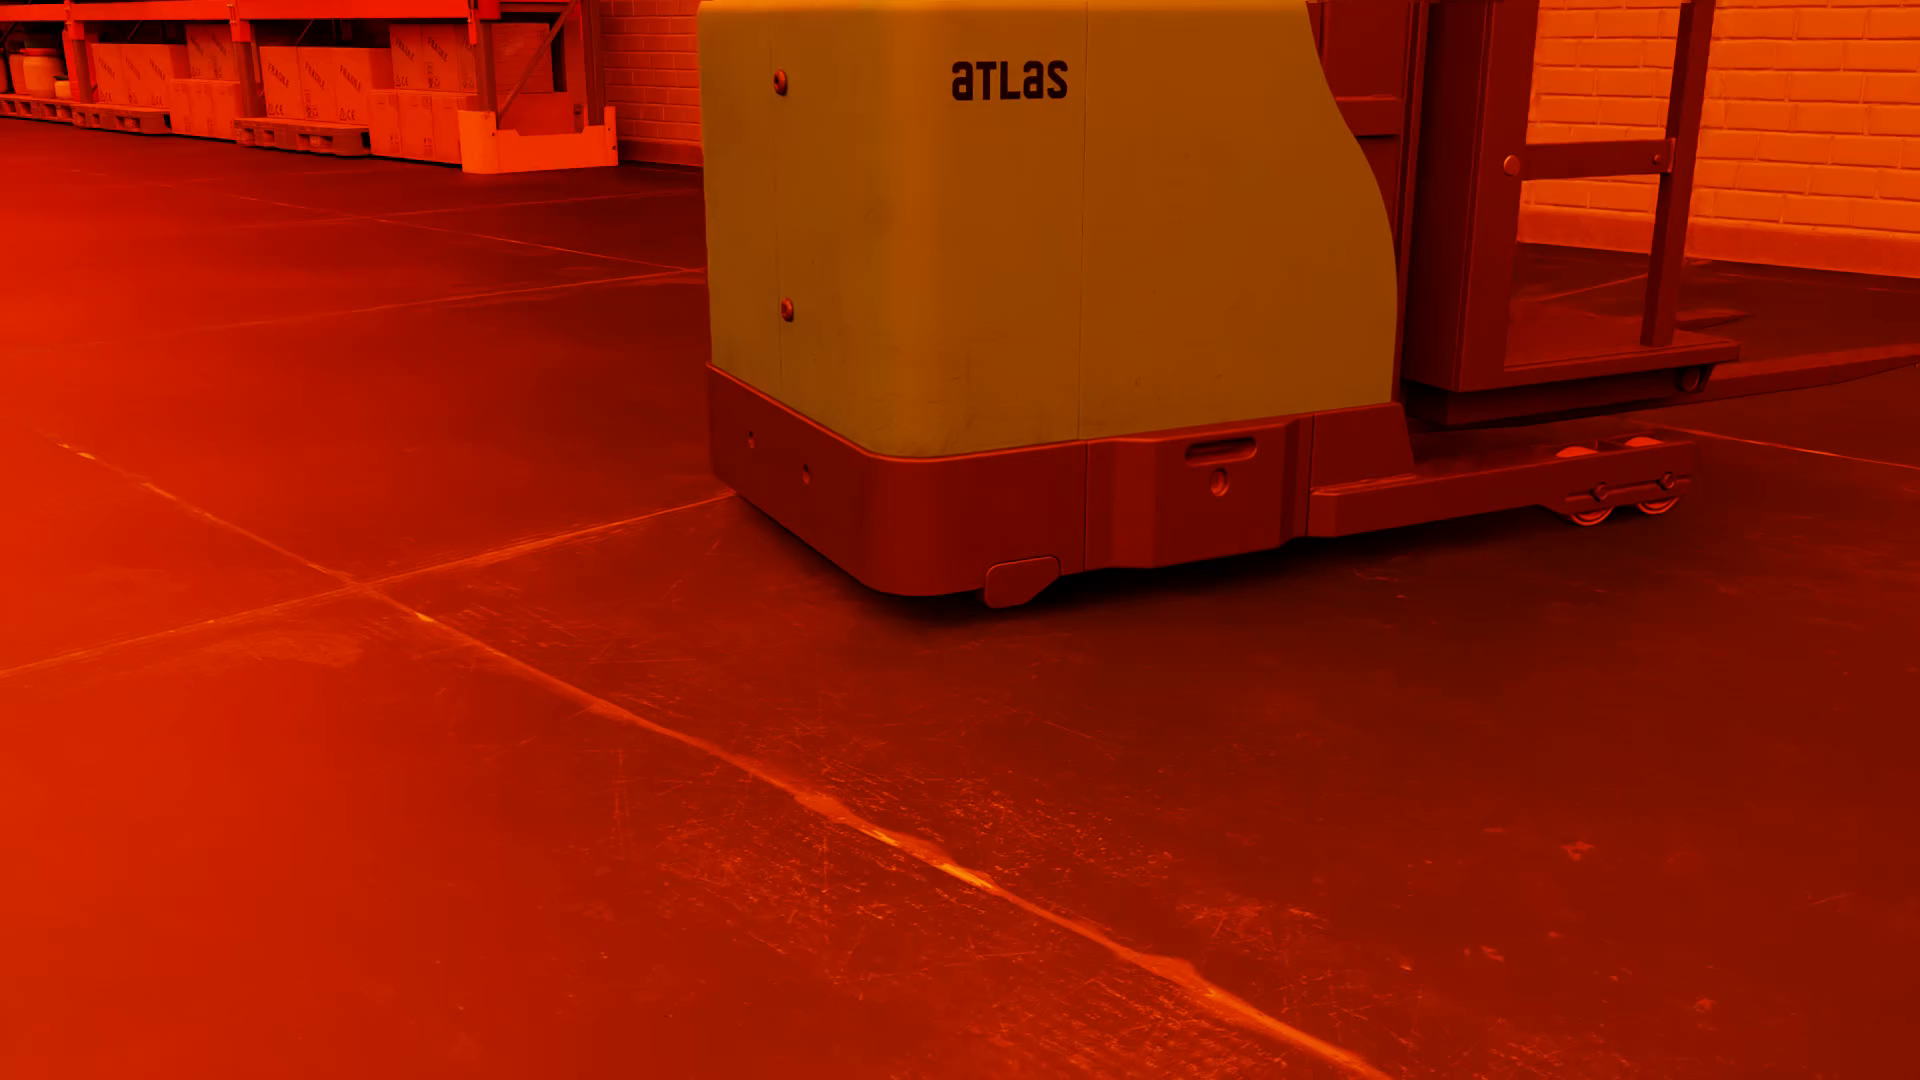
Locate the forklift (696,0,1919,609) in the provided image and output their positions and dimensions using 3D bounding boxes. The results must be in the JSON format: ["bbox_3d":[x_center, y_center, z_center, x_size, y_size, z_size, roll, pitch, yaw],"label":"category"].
[{"bbox_3d":[1.007,-1.560,3.480,3.031,2.935,1.130,-8,19,-25],"label":"forklift"}]
